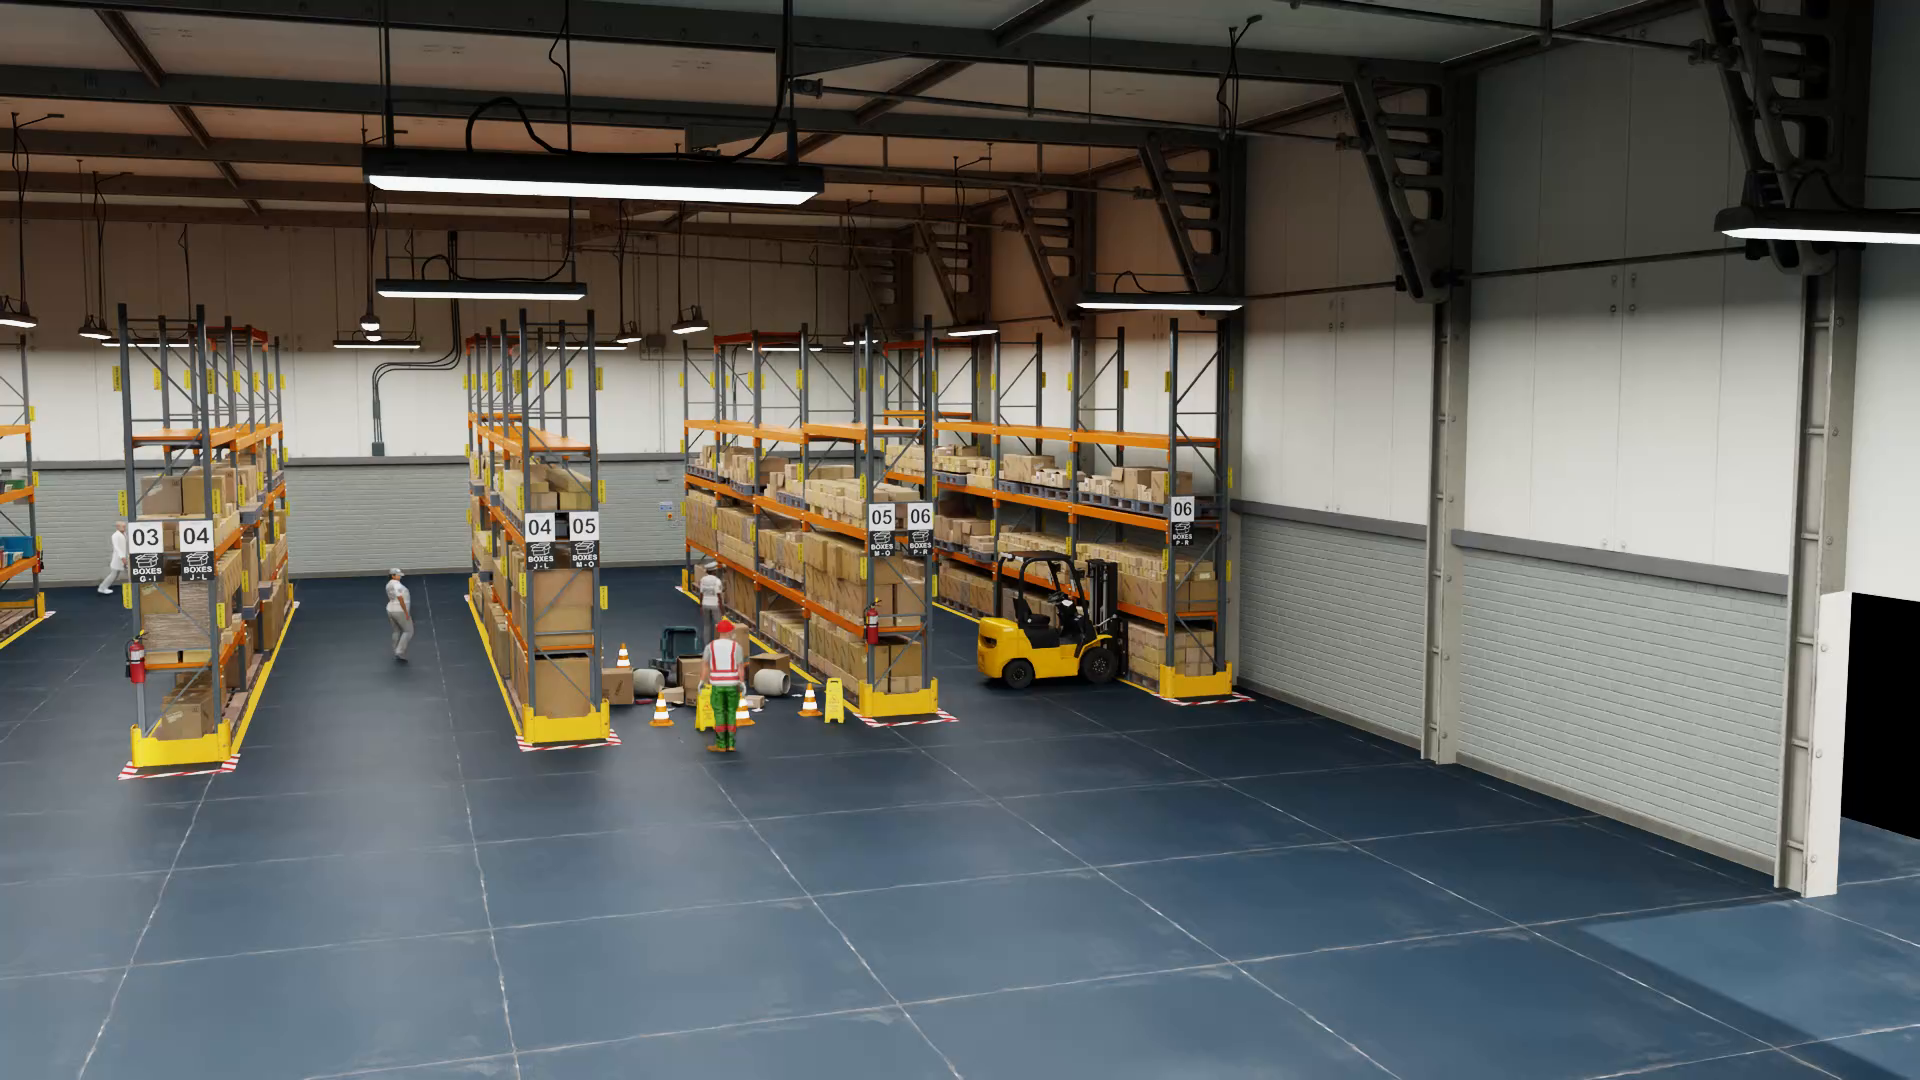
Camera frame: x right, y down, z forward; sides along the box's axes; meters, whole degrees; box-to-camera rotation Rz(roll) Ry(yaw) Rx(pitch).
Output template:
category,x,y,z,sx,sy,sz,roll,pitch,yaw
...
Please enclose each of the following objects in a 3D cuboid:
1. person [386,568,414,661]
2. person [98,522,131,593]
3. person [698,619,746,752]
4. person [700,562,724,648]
category,x,y,z,sx,sy,sz,roll,pitch,yaw
person,-10.110,1.341,30.026,0.388,1.680,0.588,-5,7,-43
person,-19.720,0.432,39.168,1.123,1.739,0.644,0,5,0
person,-3.223,1.983,22.538,0.649,1.821,0.392,-1,5,-9
person,-4.602,1.245,30.939,0.476,1.681,0.544,1,5,7
